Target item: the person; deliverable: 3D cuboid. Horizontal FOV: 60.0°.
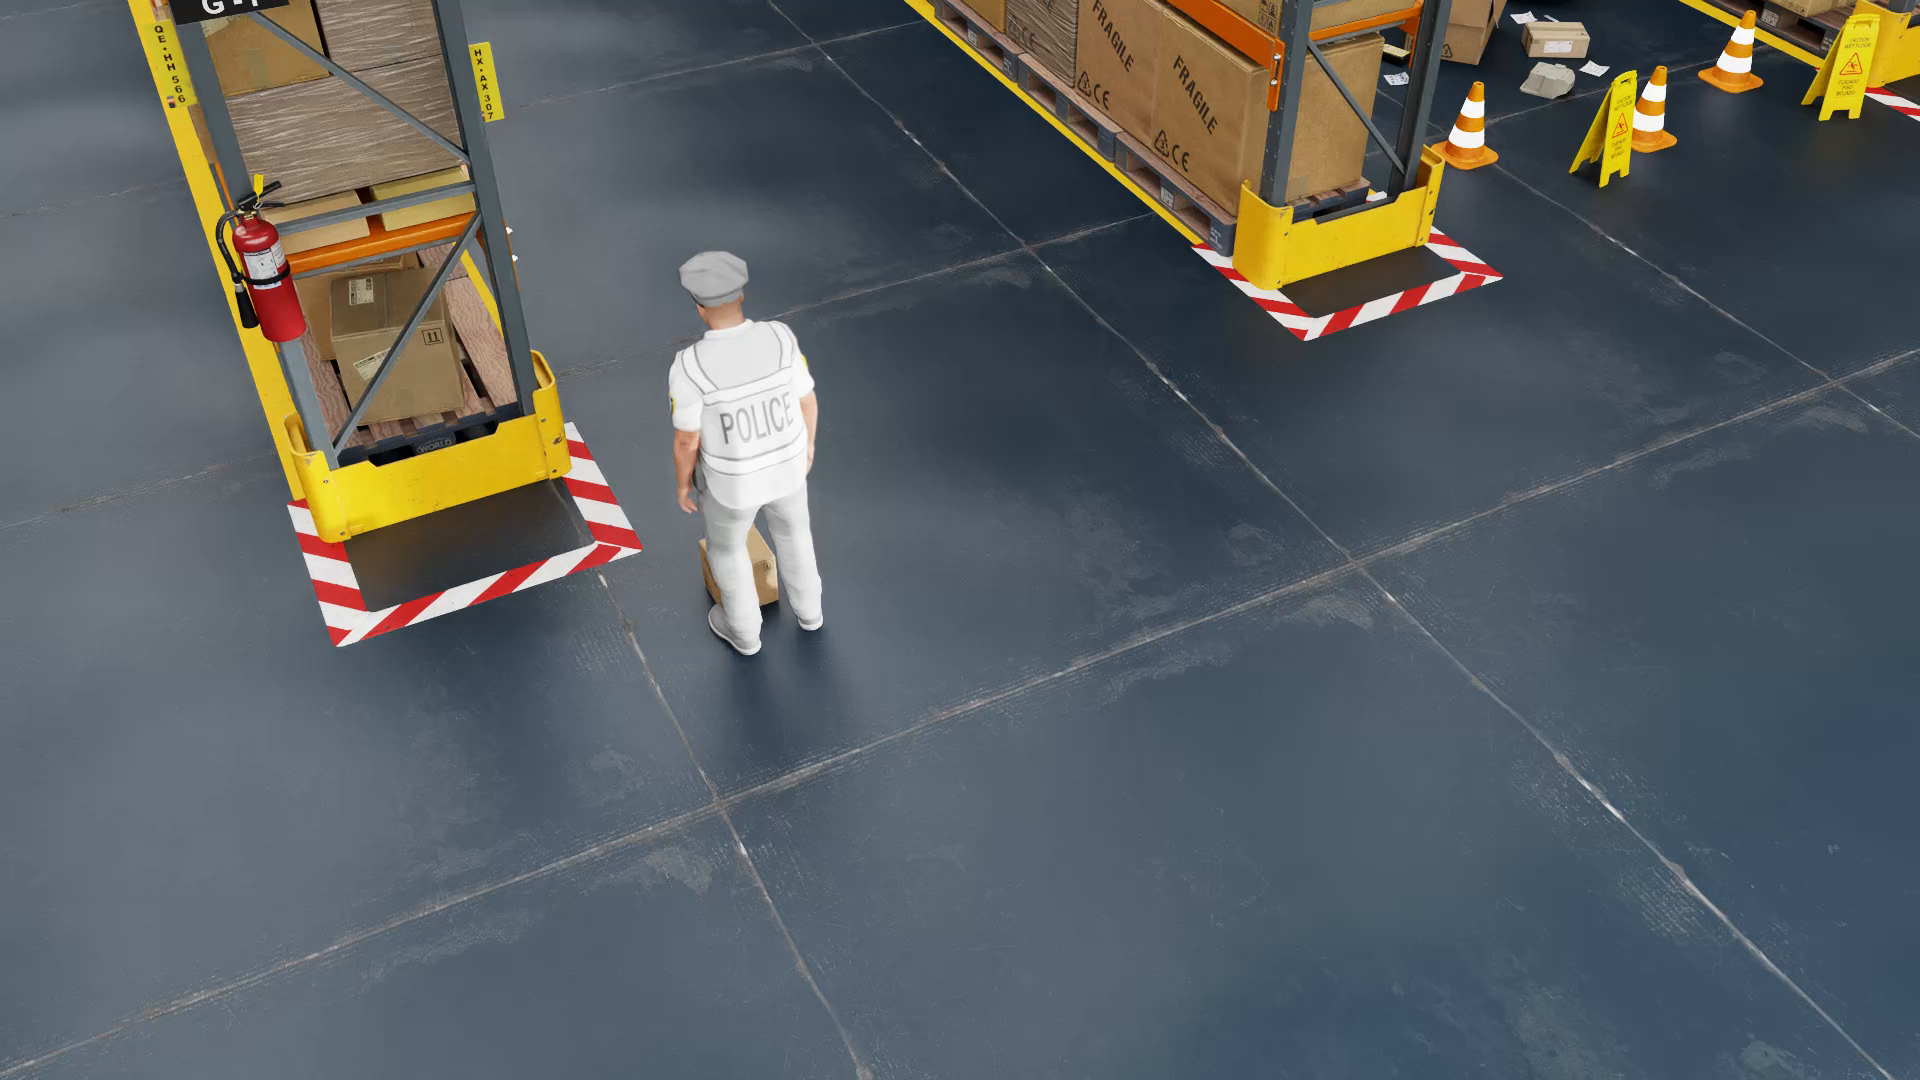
[{"bbox_3d":[-0.819,-0.280,6.474,0.590,1.748,0.435,-19,45,-21],"label":"person"}]
